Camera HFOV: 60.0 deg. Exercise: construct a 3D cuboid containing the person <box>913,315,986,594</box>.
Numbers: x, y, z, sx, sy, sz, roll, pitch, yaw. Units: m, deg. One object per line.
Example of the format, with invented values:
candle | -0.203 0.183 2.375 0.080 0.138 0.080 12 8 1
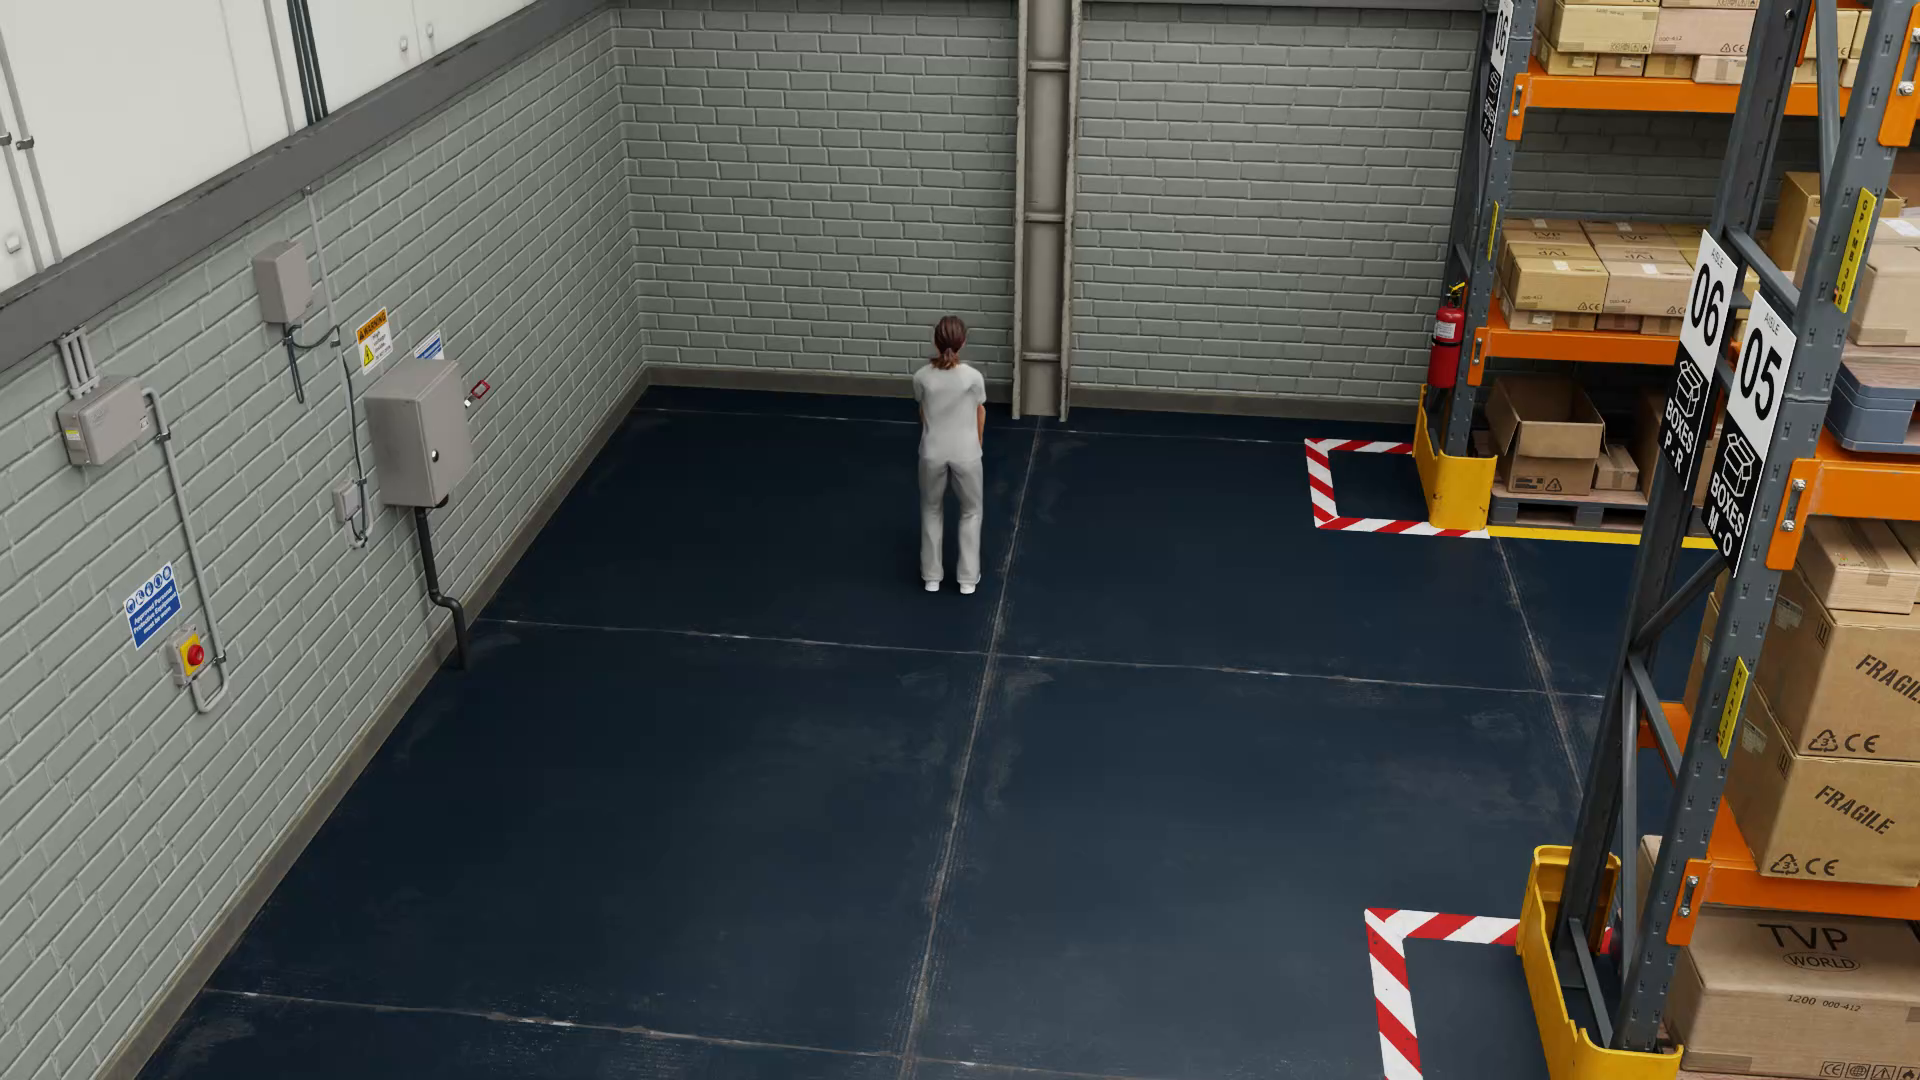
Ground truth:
person | -0.055 -0.502 9.591 0.410 1.643 0.513 3 29 5
